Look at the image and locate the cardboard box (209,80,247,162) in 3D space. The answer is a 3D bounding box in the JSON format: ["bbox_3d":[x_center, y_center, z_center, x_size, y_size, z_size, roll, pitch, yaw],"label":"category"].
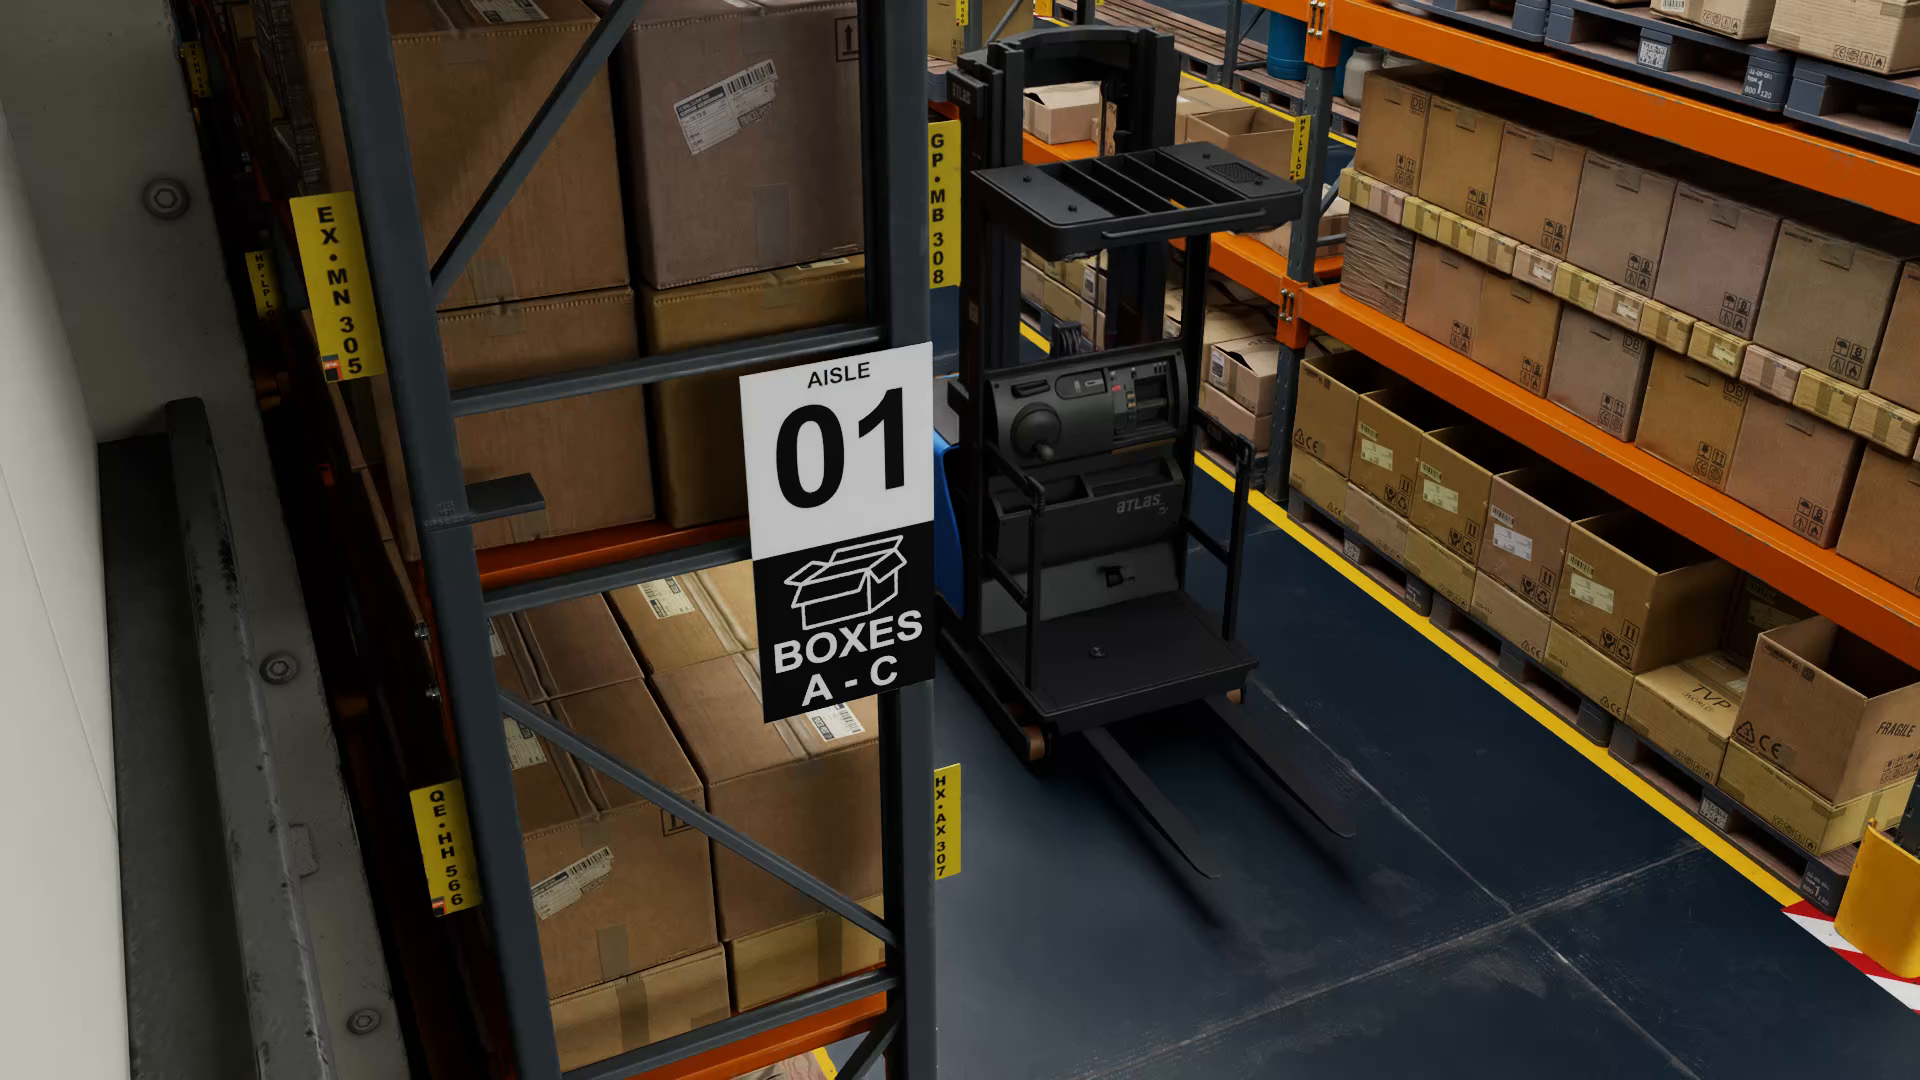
[{"bbox_3d":[-4.410,-2.705,10.412,0.500,0.500,0.500,-13,32,-22],"label":"cardboard box"}]

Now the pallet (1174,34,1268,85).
[{"bbox_3d":[2.911,-5.317,18.348,1.003,0.211,1.213,-13,32,-22],"label":"pallet"}]

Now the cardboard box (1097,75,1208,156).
[{"bbox_3d":[1.239,-2.717,10.758,0.500,0.500,0.500,-15,33,-25],"label":"cardboard box"}]

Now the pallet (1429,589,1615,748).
[{"bbox_3d":[3.052,0.471,8.025,1.003,0.211,1.213,-13,32,-22],"label":"pallet"}]

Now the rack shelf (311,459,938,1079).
[{"bbox_3d":[-1.393,0.594,5.690,1.077,0.370,4.000,-13,32,-22],"label":"rack shelf"}]

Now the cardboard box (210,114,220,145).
[{"bbox_3d":[-4.836,-2.796,11.237,0.380,0.149,0.250,-14,32,-23],"label":"cardboard box"}]

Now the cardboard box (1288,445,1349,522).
[{"bbox_3d":[2.146,-0.360,9.038,0.500,0.250,0.500,-13,32,-22],"label":"cardboard box"}]

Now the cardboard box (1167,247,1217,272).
[{"bbox_3d":[1.607,-1.787,11.010,0.500,0.311,0.500,-12,32,-21],"label":"cardboard box"}]

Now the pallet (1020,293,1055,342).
[{"bbox_3d":[0.822,-1.824,12.117,1.003,0.211,1.213,-13,32,-22],"label":"pallet"}]

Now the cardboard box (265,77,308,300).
[{"bbox_3d":[-1.614,-1.015,4.635,0.500,0.500,0.500,-11,31,-19],"label":"cardboard box"}]

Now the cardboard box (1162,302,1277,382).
[{"bbox_3d":[1.559,-1.220,9.999,0.500,0.311,0.500,-12,32,-21],"label":"cardboard box"}]

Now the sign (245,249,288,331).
[{"bbox_3d":[-2.751,-0.990,6.596,0.100,0.325,0.005,-13,32,-22],"label":"sign"}]

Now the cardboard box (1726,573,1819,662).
[{"bbox_3d":[3.692,0.307,7.082,0.500,0.500,0.500,-13,32,-22],"label":"cardboard box"}]

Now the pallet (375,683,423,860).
[{"bbox_3d":[-1.931,0.903,7.256,1.003,0.211,1.213,-13,32,-22],"label":"pallet"}]

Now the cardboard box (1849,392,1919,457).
[{"bbox_3d":[3.488,-0.448,6.049,0.380,0.149,0.250,-12,32,-21],"label":"cardboard box"}]

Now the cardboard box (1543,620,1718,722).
[{"bbox_3d":[2.999,0.525,7.461,0.500,0.250,0.500,-13,32,-22],"label":"cardboard box"}]

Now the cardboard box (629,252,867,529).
[{"bbox_3d":[-0.452,-0.397,3.533,0.500,0.500,0.500,-12,32,-21],"label":"cardboard box"}]

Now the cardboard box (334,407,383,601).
[{"bbox_3d":[-1.811,-0.171,5.686,0.500,0.500,0.500,-12,32,-21],"label":"cardboard box"}]

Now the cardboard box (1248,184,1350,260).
[{"bbox_3d":[1.970,-1.788,9.356,0.500,0.250,0.500,-11,31,-19],"label":"cardboard box"}]

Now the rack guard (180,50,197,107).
[{"bbox_3d":[-7.413,-4.824,17.173,1.175,0.500,0.348,-13,32,-22],"label":"rack guard"}]

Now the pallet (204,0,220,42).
[{"bbox_3d":[-2.868,-2.582,7.744,1.213,0.211,1.003,-13,32,-22],"label":"pallet"}]

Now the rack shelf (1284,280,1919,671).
[{"bbox_3d":[3.080,-0.447,7.548,1.077,0.370,4.000,-13,32,-22],"label":"rack shelf"}]

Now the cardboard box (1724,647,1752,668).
[{"bbox_3d":[3.691,0.635,7.265,0.500,0.250,0.500,-13,32,-22],"label":"cardboard box"}]

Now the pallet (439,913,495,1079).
[{"bbox_3d":[-1.404,1.442,6.293,1.003,0.211,1.213,-13,32,-22],"label":"pallet"}]

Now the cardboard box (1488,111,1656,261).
[{"bbox_3d":[2.850,-1.615,7.466,0.700,0.500,0.500,-13,32,-22],"label":"cardboard box"}]

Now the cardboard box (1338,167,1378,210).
[{"bbox_3d":[2.161,-1.812,8.480,0.380,0.149,0.250,-13,32,-22],"label":"cardboard box"}]

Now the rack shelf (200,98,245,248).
[{"bbox_3d":[-4.827,-2.940,11.992,1.077,0.370,4.000,-13,32,-22],"label":"rack shelf"}]

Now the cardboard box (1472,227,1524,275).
[{"bbox_3d":[2.601,-1.361,7.676,0.380,0.149,0.250,-14,32,-24],"label":"cardboard box"}]

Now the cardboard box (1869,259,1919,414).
[{"bbox_3d":[3.727,-0.720,5.869,0.700,0.500,0.500,-13,32,-22],"label":"cardboard box"}]

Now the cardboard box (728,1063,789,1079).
[{"bbox_3d":[-0.750,1.820,5.067,0.500,0.311,0.500,-17,33,-28],"label":"cardboard box"}]

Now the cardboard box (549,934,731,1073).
[{"bbox_3d":[-0.910,1.055,4.266,0.500,0.250,0.500,-13,32,-21],"label":"cardboard box"}]

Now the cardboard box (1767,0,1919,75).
[{"bbox_3d":[3.206,-1.818,5.771,0.500,0.250,0.500,-13,32,-22],"label":"cardboard box"}]

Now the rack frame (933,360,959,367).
[{"bbox_3d":[-0.075,-0.535,8.963,0.200,1.050,0.008,-13,32,-22],"label":"rack frame"}]

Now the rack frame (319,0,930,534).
[{"bbox_3d":[-0.534,-1.453,2.471,1.000,3.000,0.127,-13,32,-22],"label":"rack frame"}]

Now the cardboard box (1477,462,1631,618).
[{"bbox_3d":[2.783,-0.023,7.671,0.500,0.500,0.500,-13,32,-22],"label":"cardboard box"}]

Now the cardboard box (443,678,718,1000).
[{"bbox_3d":[-0.929,0.730,4.079,0.500,0.500,0.500,-13,32,-23],"label":"cardboard box"}]

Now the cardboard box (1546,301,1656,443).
[{"bbox_3d":[3.082,-0.814,7.363,0.700,0.500,0.500,-12,31,-21],"label":"cardboard box"}]

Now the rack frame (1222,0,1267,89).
[{"bbox_3d":[3.262,-6.217,17.101,1.000,3.000,0.127,-13,32,-22],"label":"rack frame"}]

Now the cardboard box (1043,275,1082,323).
[{"bbox_3d":[0.909,-1.652,11.343,0.500,0.250,0.500,-14,32,-23],"label":"cardboard box"}]

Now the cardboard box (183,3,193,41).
[{"bbox_3d":[-5.273,-3.611,12.027,0.500,0.500,0.500,-14,32,-23],"label":"cardboard box"}]

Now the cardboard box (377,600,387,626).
[{"bbox_3d":[-1.782,0.157,5.868,0.500,0.250,0.500,-14,32,-23],"label":"cardboard box"}]

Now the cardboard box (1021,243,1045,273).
[{"bbox_3d":[0.696,-2.117,11.598,0.500,0.311,0.500,-14,32,-23],"label":"cardboard box"}]

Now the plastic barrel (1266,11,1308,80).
[{"bbox_3d":[3.480,-5.241,17.077,0.600,0.901,0.708,-13,32,-22],"label":"plastic barrel"}]

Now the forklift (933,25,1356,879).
[{"bbox_3d":[0.656,-0.539,7.047,1.130,2.935,3.031,-12,31,-20],"label":"forklift"}]

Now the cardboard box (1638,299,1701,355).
[{"bbox_3d":[3.045,-0.905,6.862,0.380,0.149,0.250,-12,32,-21],"label":"cardboard box"}]

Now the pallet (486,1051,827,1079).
[{"bbox_3d":[-0.884,1.980,5.334,1.003,0.211,1.213,-13,32,-22],"label":"pallet"}]

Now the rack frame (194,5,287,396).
[{"bbox_3d":[-3.969,-2.370,10.241,1.000,3.000,0.127,-13,32,-22],"label":"rack frame"}]

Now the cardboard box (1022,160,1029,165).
[{"bbox_3d":[0.566,-2.774,13.068,0.500,0.500,0.500,-12,31,-20],"label":"cardboard box"}]

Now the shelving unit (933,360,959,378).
[{"bbox_3d":[-0.023,-0.482,8.867,0.215,1.050,0.252,-13,32,-22],"label":"shelving unit"}]

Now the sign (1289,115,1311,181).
[{"bbox_3d":[1.735,-1.997,8.473,0.100,0.325,0.005,-13,32,-22],"label":"sign"}]

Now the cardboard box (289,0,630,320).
[{"bbox_3d":[-0.955,-0.768,3.173,0.500,0.500,0.500,-12,31,-20],"label":"cardboard box"}]
